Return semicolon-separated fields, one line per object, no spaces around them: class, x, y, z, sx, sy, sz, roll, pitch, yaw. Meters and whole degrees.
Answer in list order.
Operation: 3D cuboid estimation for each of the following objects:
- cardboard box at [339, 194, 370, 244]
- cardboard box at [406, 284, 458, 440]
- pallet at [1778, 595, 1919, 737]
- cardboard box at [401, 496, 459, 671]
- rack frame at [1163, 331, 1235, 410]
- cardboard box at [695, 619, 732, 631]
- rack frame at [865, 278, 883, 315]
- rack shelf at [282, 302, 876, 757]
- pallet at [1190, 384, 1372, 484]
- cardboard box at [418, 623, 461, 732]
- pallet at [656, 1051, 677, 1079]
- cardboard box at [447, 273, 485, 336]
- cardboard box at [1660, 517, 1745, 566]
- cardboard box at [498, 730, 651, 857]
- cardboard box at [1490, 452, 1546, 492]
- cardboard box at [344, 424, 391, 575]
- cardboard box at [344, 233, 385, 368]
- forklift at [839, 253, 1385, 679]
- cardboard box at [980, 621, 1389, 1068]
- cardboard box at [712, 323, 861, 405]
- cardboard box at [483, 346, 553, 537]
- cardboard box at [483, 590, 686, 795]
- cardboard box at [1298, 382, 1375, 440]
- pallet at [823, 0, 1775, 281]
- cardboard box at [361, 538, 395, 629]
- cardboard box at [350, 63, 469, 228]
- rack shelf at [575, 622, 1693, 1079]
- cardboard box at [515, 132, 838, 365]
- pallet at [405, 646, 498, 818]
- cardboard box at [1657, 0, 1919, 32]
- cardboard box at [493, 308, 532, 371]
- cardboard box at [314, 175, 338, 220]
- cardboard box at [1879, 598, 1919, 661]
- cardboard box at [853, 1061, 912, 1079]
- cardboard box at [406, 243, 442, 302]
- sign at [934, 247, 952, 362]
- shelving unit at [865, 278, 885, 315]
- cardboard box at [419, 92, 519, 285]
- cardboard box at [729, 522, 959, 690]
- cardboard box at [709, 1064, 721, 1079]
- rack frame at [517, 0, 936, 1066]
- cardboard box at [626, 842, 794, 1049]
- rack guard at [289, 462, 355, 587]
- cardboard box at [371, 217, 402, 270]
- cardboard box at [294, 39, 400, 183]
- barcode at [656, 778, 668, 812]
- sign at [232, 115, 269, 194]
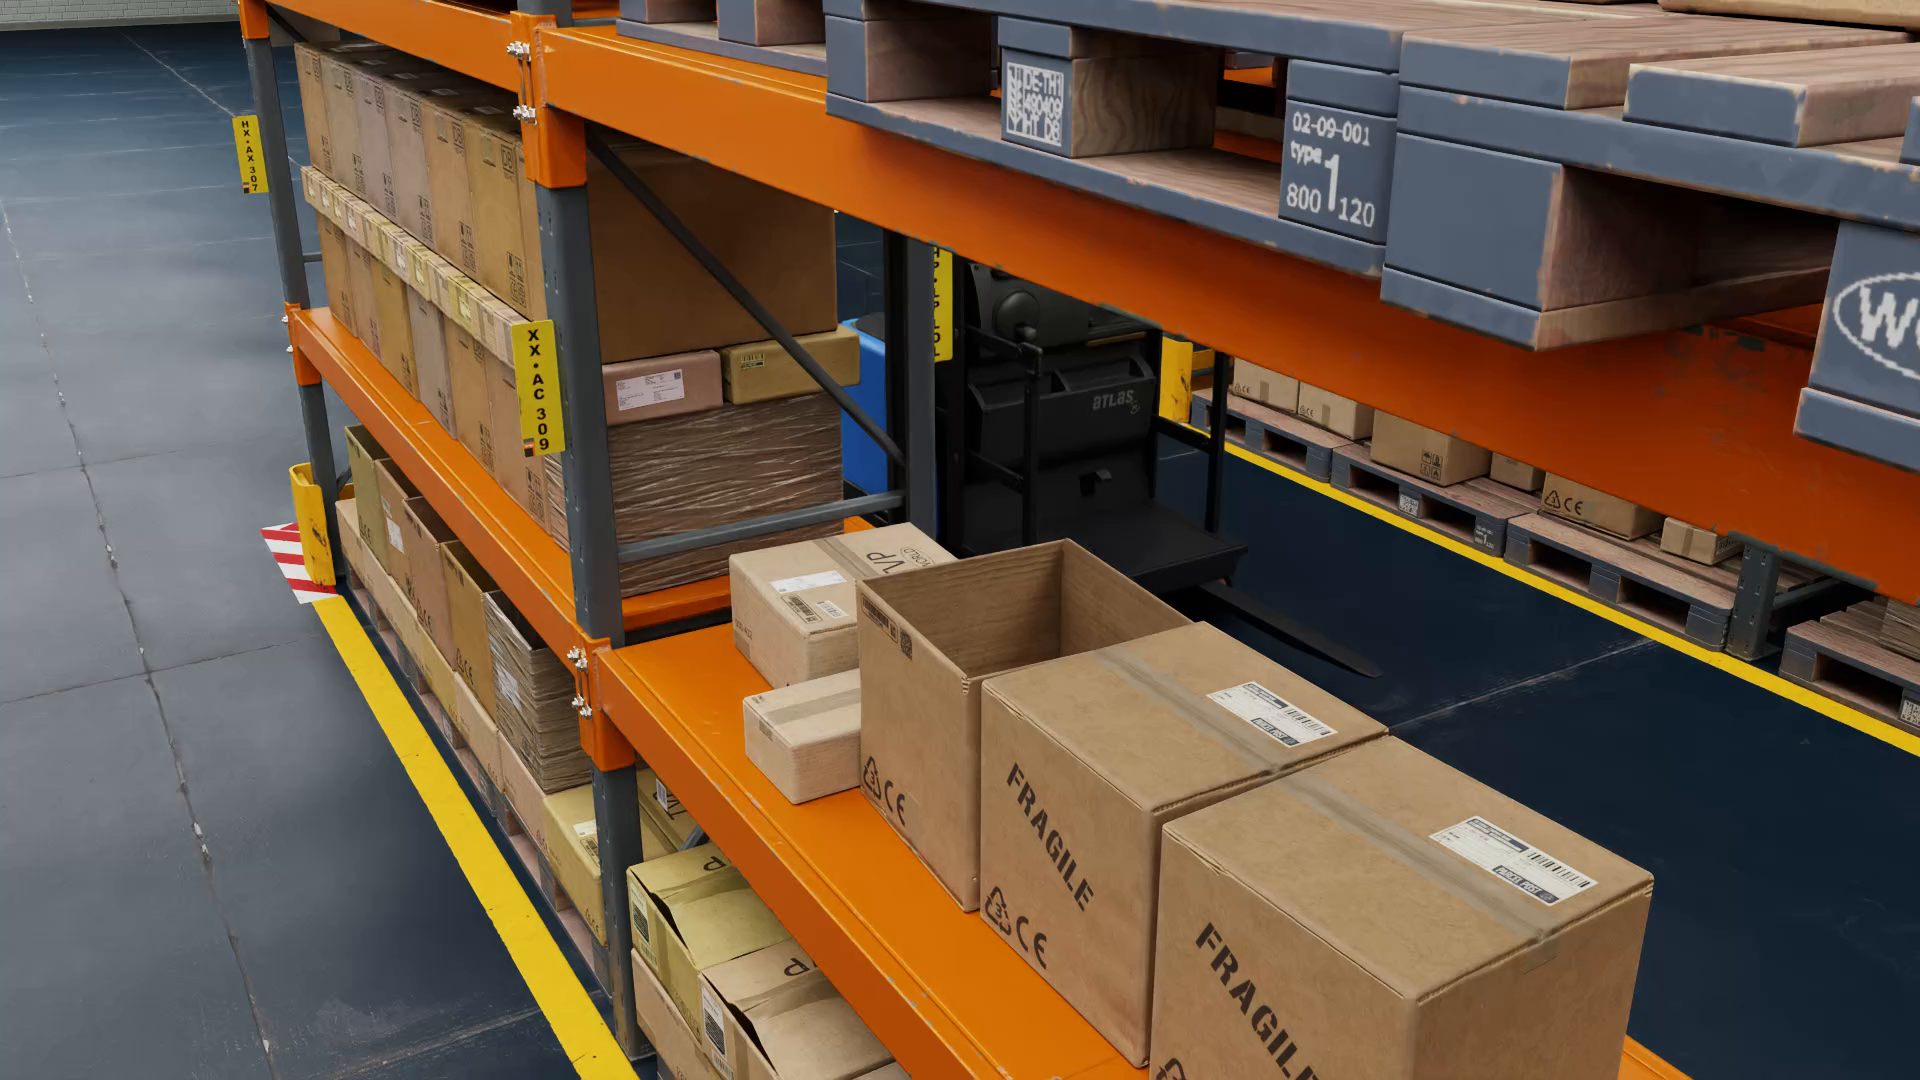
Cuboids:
cardboard box;-2.164;-1.253;6.417;0.380;0.149;0.250;-13;26;-29
cardboard box;-1.549;-0.715;5.955;0.700;0.500;0.500;-12;25;-27
pallet;4.129;0.561;6.650;1.003;0.211;1.213;-13;25;-28
cardboard box;-1.723;0.111;6.152;0.500;0.500;0.500;-13;25;-28
rack frame;1.687;-2.277;9.930;1.000;3.000;0.127;-13;25;-28
cardboard box;-0.494;0.493;5.212;0.500;0.500;0.500;-13;25;-28
rack frame;-0.376;-0.783;8.645;0.240;1.200;0.006;-13;26;-29
rack shelf;-1.548;-0.342;6.126;1.077;0.370;4.000;-13;25;-28
pallet;2.110;-0.691;9.731;1.003;0.211;1.213;-13;25;-28
cardboard box;-1.722;0.458;6.294;0.500;0.250;0.500;-13;25;-28
pallet;-0.117;1.494;4.354;1.003;0.211;1.213;-13;25;-28
cardboard box;-1.368;-0.752;5.183;0.380;0.149;0.250;-13;25;-28
cardboard box;3.431;-0.041;7.607;0.380;0.166;0.250;-17;27;-35
cardboard box;-1.198;0.779;5.505;0.500;0.250;0.500;-13;25;-28
cardboard box;2.930;-0.387;8.482;0.380;0.149;0.250;-15;26;-32
cardboard box;-2.230;-0.213;6.951;0.500;0.500;0.500;-13;25;-28
cardboard box;-2.070;-1.047;6.770;0.700;0.500;0.500;-12;25;-27
forklift;0.567;-1.050;7.001;1.130;2.935;3.031;-13;26;-29
cardboard box;0.377;0.510;2.941;0.500;0.500;0.500;-13;25;-28
cardboard box;-0.497;-0.499;4.562;0.380;0.149;0.250;-13;25;-28
cardboard box;-1.034;-0.386;5.146;0.700;0.500;0.500;-13;25;-29
cardboard box;-1.197;0.431;5.364;0.500;0.500;0.500;-13;25;-28
cardboard box;2.254;-0.810;9.306;0.500;0.311;0.500;-10;24;-24
pallet;0.520;-0.599;2.070;1.003;0.211;1.213;-11;25;-26
cardboard box;-2.228;0.134;7.093;0.500;0.250;0.500;-13;25;-28
cardboard box;-1.784;-1.467;6.083;0.700;0.500;0.500;-12;25;-28
rack shelf;0.495;0.952;2.940;1.077;0.370;4.000;-13;25;-28
cardboard box;-0.759;-0.818;4.485;0.700;0.500;0.500;-12;25;-28
pallet;-1.524;0.603;6.548;1.003;0.211;1.213;-13;25;-28
cardboard box;0.953;-0.550;1.340;0.500;0.250;0.500;-12;25;-27
cardboard box;-1.110;-0.587;4.777;0.380;0.149;0.250;-13;26;-30
cardboard box;-2.417;-1.417;6.819;0.380;0.149;0.250;-13;26;-30
cardboard box;4.121;0.207;6.554;0.700;0.500;0.500;-12;25;-26
cardboard box;-0.013;1.303;3.471;0.500;0.311;0.500;-14;26;-30
cardboard box;-1.635;-0.919;5.594;0.380;0.149;0.250;-12;25;-27
sign;-0.065;-0.635;4.459;0.100;0.325;0.005;-13;25;-28
shelving unit;-0.328;-0.754;8.573;0.258;1.200;0.189;-13;26;-29
cardboard box;-1.273;-1.144;5.286;0.700;0.500;0.500;-13;25;-28
cardboard box;-0.237;0.192;4.054;0.500;0.250;0.500;-11;25;-25
cardboard box;-0.273;1.395;3.990;0.500;0.250;0.500;-12;25;-27
rack frame;-0.526;-0.028;4.397;1.000;3.000;0.127;-13;25;-28
cardboard box;-0.529;0.973;4.283;0.500;0.311;0.500;-13;25;-28
rack guard;-2.582;-0.173;8.073;1.175;0.500;0.348;-13;25;-28
cardboard box;-1.895;-1.085;6.003;0.380;0.149;0.250;-13;25;-29
cardboard box;-2.315;-1.800;6.900;0.700;0.500;0.500;-13;25;-28
barcode;-0.754;0.644;4.204;0.001;0.075;0.075;-13;25;-28
sign;-3.050;-1.656;7.147;0.100;0.325;0.005;-13;25;-28
